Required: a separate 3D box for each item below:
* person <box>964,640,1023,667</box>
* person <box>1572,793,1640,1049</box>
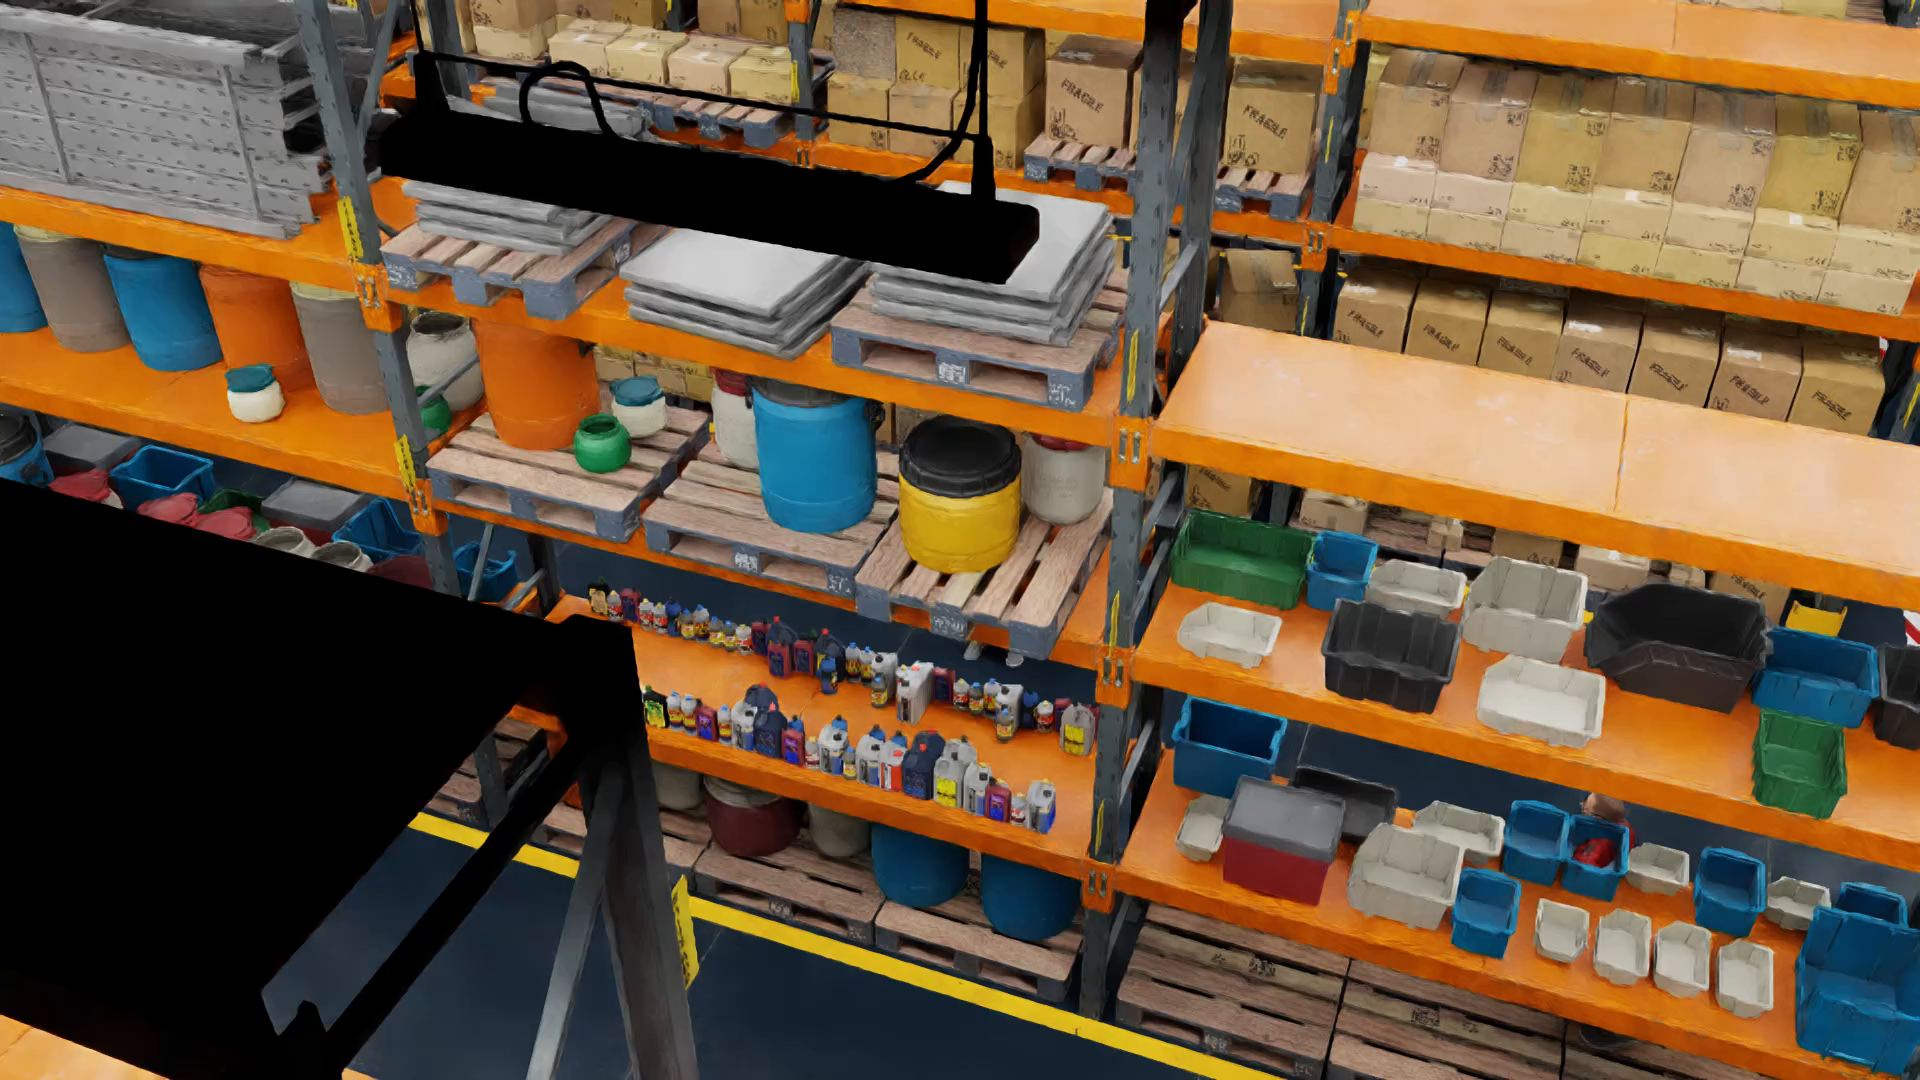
[{"bbox_3d":[0.294,0.179,11.805,0.558,1.732,0.404,-4,37,-5],"label":"person"},{"bbox_3d":[3.477,2.060,9.206,0.987,1.665,0.585,28,45,33],"label":"person"}]
